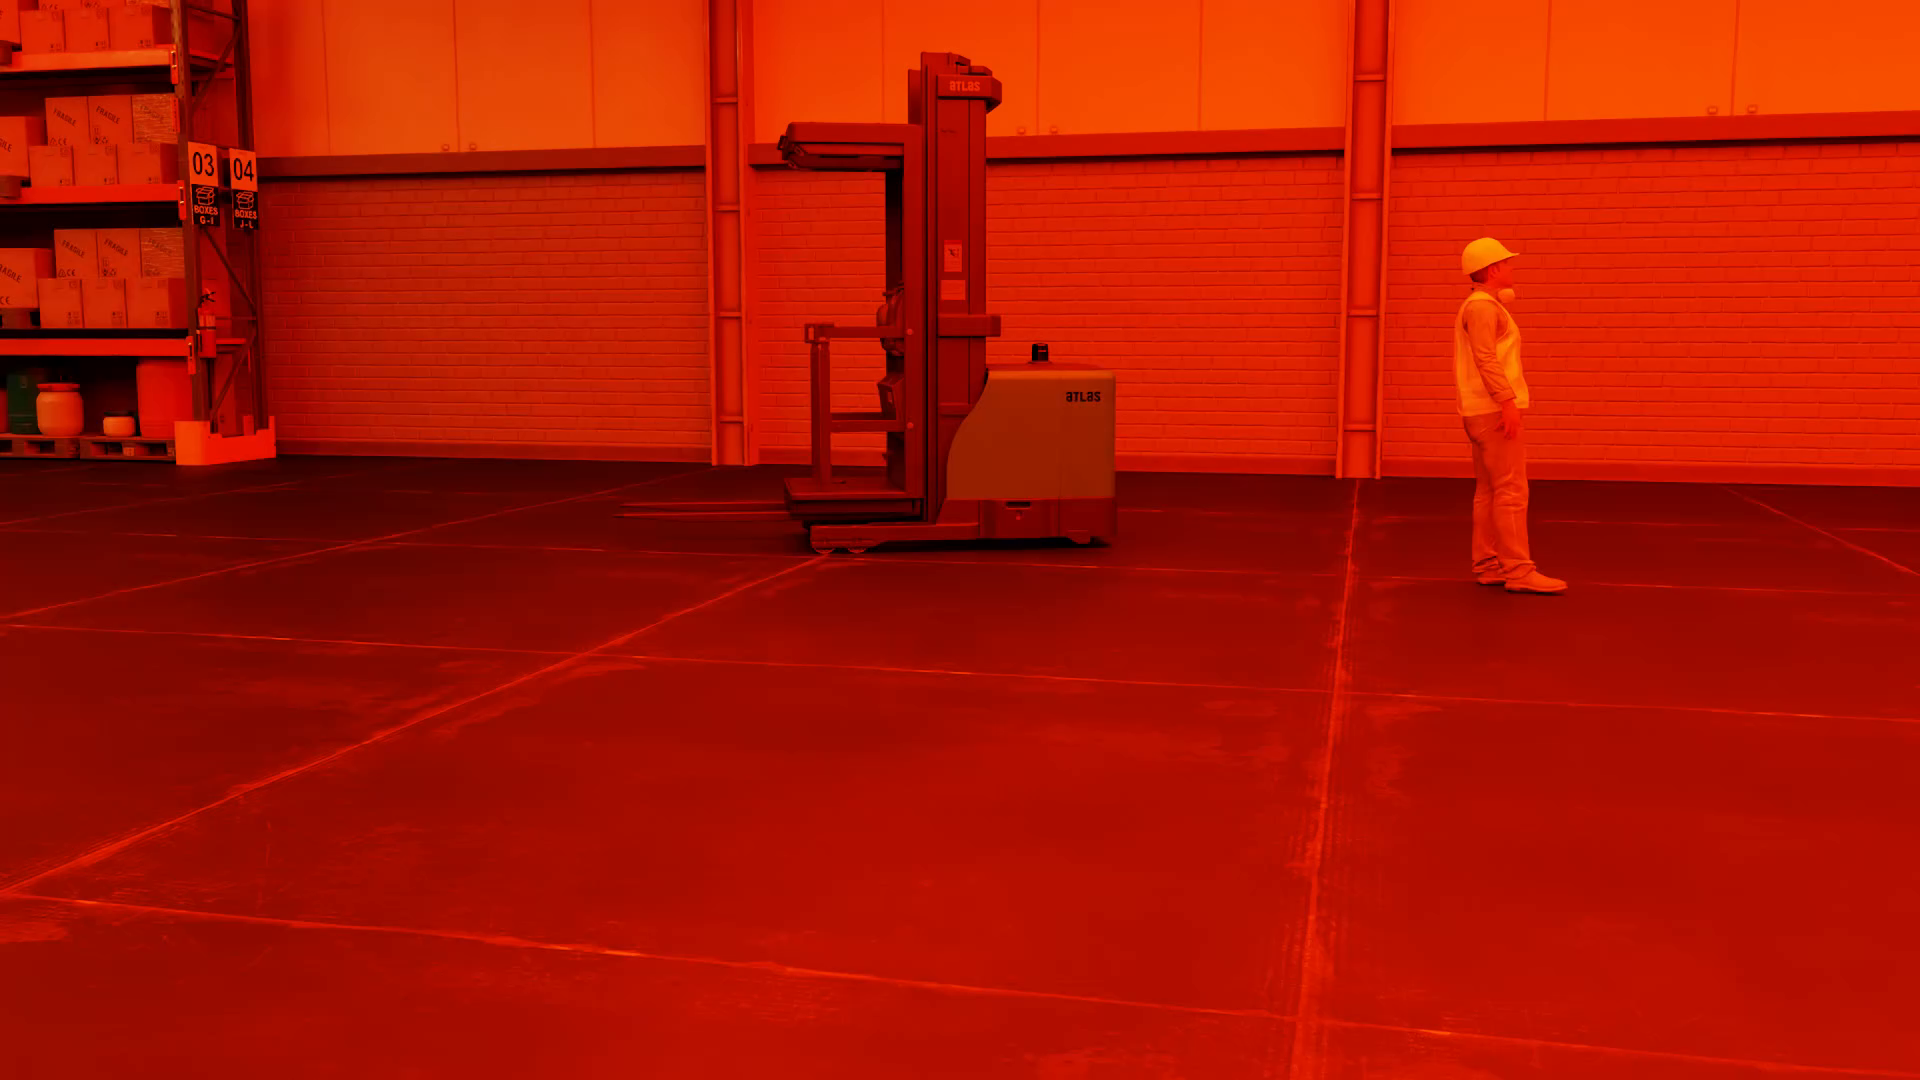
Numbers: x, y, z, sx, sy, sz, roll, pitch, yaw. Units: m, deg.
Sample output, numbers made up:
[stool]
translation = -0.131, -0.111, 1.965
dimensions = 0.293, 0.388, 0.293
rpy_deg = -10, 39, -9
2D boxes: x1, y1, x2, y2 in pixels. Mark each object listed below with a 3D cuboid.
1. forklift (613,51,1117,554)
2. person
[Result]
[forklift]
translation = -0.602, -1.443, 10.231
dimensions = 3.031, 2.935, 1.130
rpy_deg = -1, 7, -8
[person]
translation = 2.810, -0.653, 8.522
dimensions = 0.566, 1.775, 0.634
rpy_deg = 1, 7, 11
